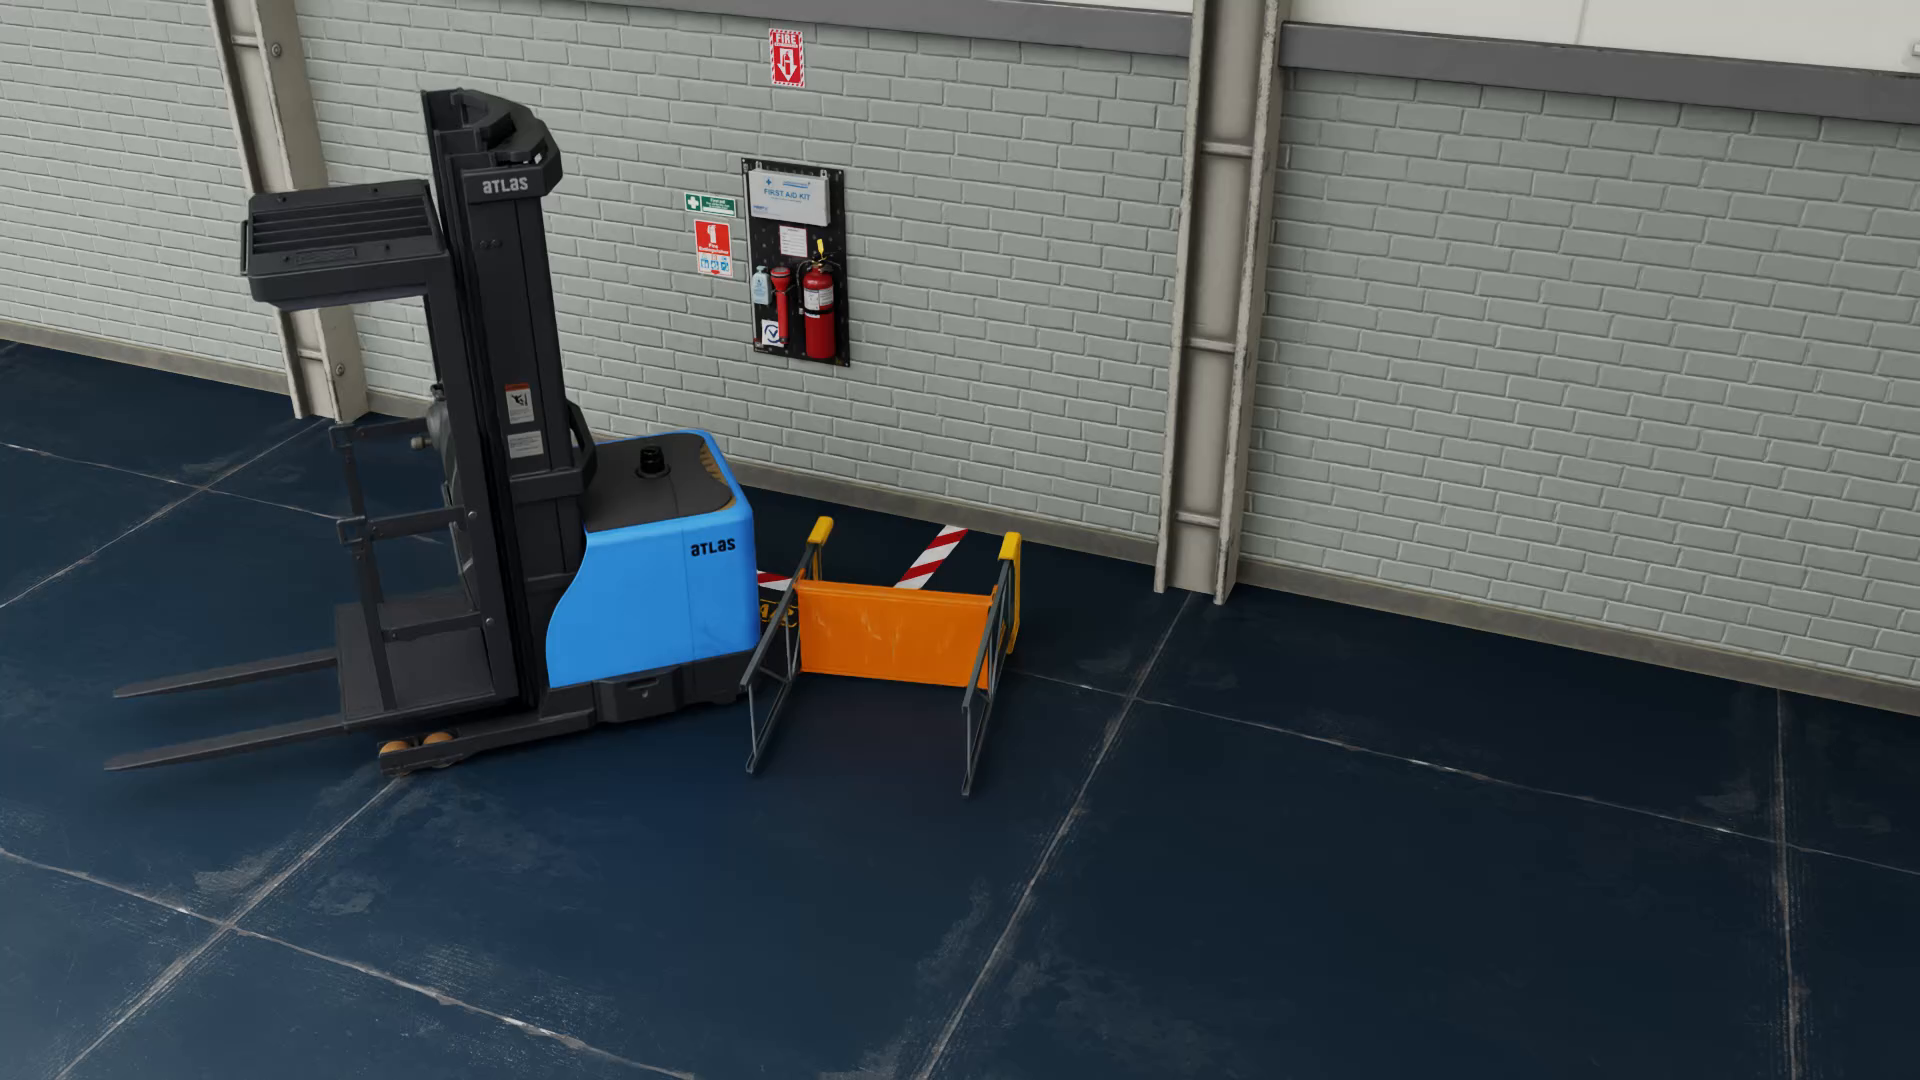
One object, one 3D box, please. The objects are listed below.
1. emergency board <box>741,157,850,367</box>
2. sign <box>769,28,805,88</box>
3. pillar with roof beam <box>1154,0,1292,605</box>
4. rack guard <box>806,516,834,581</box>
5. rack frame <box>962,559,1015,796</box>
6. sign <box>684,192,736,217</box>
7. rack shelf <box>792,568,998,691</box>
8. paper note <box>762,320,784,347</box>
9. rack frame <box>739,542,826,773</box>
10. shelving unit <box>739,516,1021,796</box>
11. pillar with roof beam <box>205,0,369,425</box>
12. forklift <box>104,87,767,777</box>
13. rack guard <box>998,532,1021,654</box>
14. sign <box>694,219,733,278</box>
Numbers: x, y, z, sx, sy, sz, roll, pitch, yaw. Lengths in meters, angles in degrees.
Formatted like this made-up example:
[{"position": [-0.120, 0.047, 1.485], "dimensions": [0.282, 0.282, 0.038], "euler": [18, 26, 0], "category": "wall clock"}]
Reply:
[{"position": [-0.958, -1.529, 9.406], "dimensions": [0.643, 1.169, 0.194], "euler": [11, 31, 19], "category": "emergency board"}, {"position": [-0.928, -2.585, 8.919], "dimensions": [0.199, 0.298, 0.001], "euler": [11, 31, 19], "category": "sign"}, {"position": [-0.301, -1.703, 3.617], "dimensions": [0.400, 9.000, 9.100], "euler": [11, 31, 19], "category": "pillar with roof beam"}, {"position": [-0.727, 0.194, 8.781], "dimensions": [0.087, 0.587, 0.250], "euler": [5, 30, 8], "category": "rack guard"}, {"position": [0.151, 0.581, 8.100], "dimensions": [0.032, 0.500, 1.500], "euler": [5, 30, 8], "category": "rack frame"}, {"position": [-1.431, -1.919, 9.522], "dimensions": [0.331, 0.109, 0.001], "euler": [11, 31, 19], "category": "sign"}, {"position": [-0.320, 0.451, 8.328], "dimensions": [1.000, 0.538, 0.185], "euler": [5, 30, 8], "category": "rack shelf"}, {"position": [-1.097, -1.209, 9.736], "dimensions": [0.142, 0.148, 0.016], "euler": [11, 31, 19], "category": "paper note"}, {"position": [-0.851, 0.497, 8.248], "dimensions": [0.032, 0.500, 1.500], "euler": [5, 30, 8], "category": "rack frame"}, {"position": [-0.341, 0.540, 8.173], "dimensions": [1.083, 0.587, 1.500], "euler": [5, 30, 8], "category": "shelving unit"}, {"position": [-5.861, -2.813, 5.581], "dimensions": [0.400, 9.000, 9.100], "euler": [11, 31, 19], "category": "pillar with roof beam"}, {"position": [-2.542, -0.460, 7.586], "dimensions": [3.031, 2.935, 1.130], "euler": [-10, 31, -17], "category": "forklift"}, {"position": [0.255, 0.276, 8.635], "dimensions": [0.087, 0.587, 0.250], "euler": [5, 30, 8], "category": "rack guard"}, {"position": [-1.432, -1.693, 9.661], "dimensions": [0.234, 0.329, 0.001], "euler": [11, 31, 19], "category": "sign"}]
